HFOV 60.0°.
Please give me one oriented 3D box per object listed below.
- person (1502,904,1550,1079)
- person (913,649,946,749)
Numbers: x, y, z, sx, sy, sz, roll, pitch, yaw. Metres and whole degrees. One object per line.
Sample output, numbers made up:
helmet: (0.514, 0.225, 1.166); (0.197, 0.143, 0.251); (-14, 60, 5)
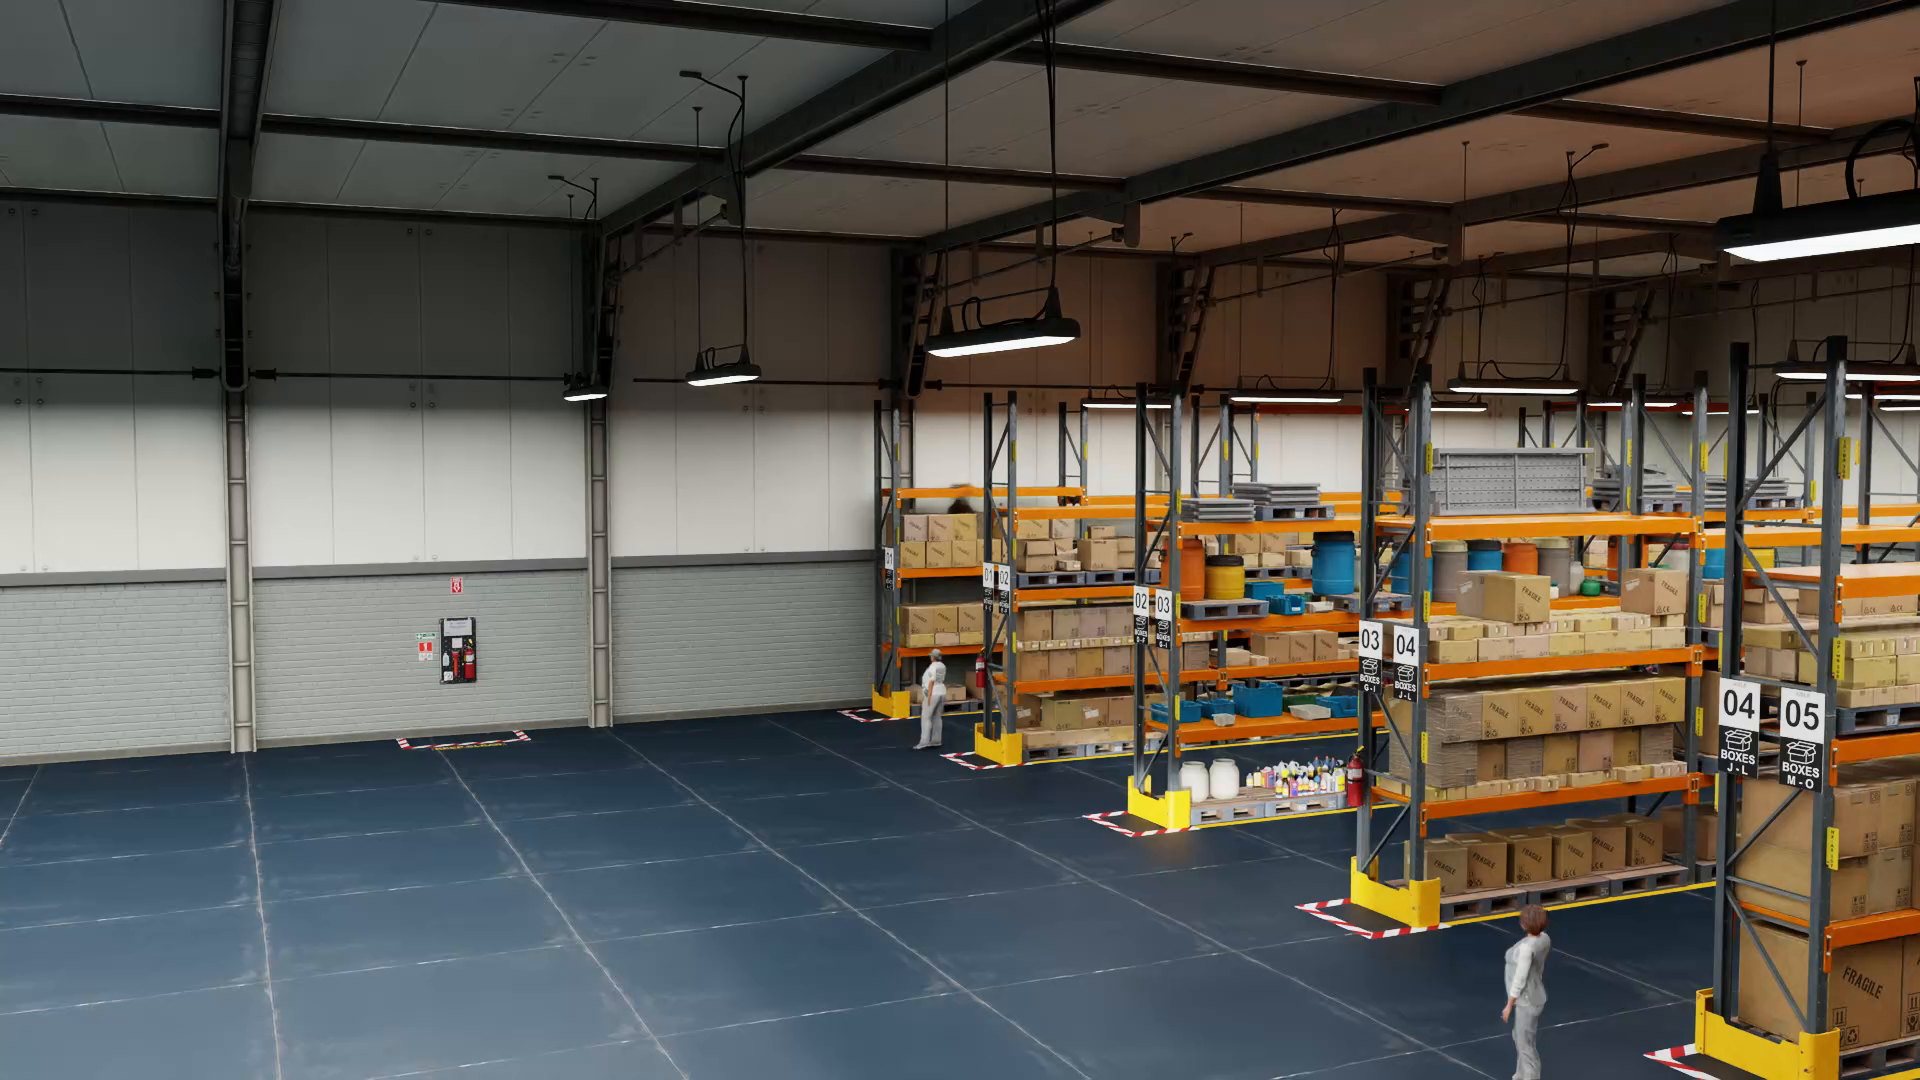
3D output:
person: (4.374, 3.602, 12.952); (0.401, 1.592, 0.467); (1, 4, 22)
person: (-0.492, 2.691, 28.273); (0.436, 1.682, 0.601); (2, 4, 26)
